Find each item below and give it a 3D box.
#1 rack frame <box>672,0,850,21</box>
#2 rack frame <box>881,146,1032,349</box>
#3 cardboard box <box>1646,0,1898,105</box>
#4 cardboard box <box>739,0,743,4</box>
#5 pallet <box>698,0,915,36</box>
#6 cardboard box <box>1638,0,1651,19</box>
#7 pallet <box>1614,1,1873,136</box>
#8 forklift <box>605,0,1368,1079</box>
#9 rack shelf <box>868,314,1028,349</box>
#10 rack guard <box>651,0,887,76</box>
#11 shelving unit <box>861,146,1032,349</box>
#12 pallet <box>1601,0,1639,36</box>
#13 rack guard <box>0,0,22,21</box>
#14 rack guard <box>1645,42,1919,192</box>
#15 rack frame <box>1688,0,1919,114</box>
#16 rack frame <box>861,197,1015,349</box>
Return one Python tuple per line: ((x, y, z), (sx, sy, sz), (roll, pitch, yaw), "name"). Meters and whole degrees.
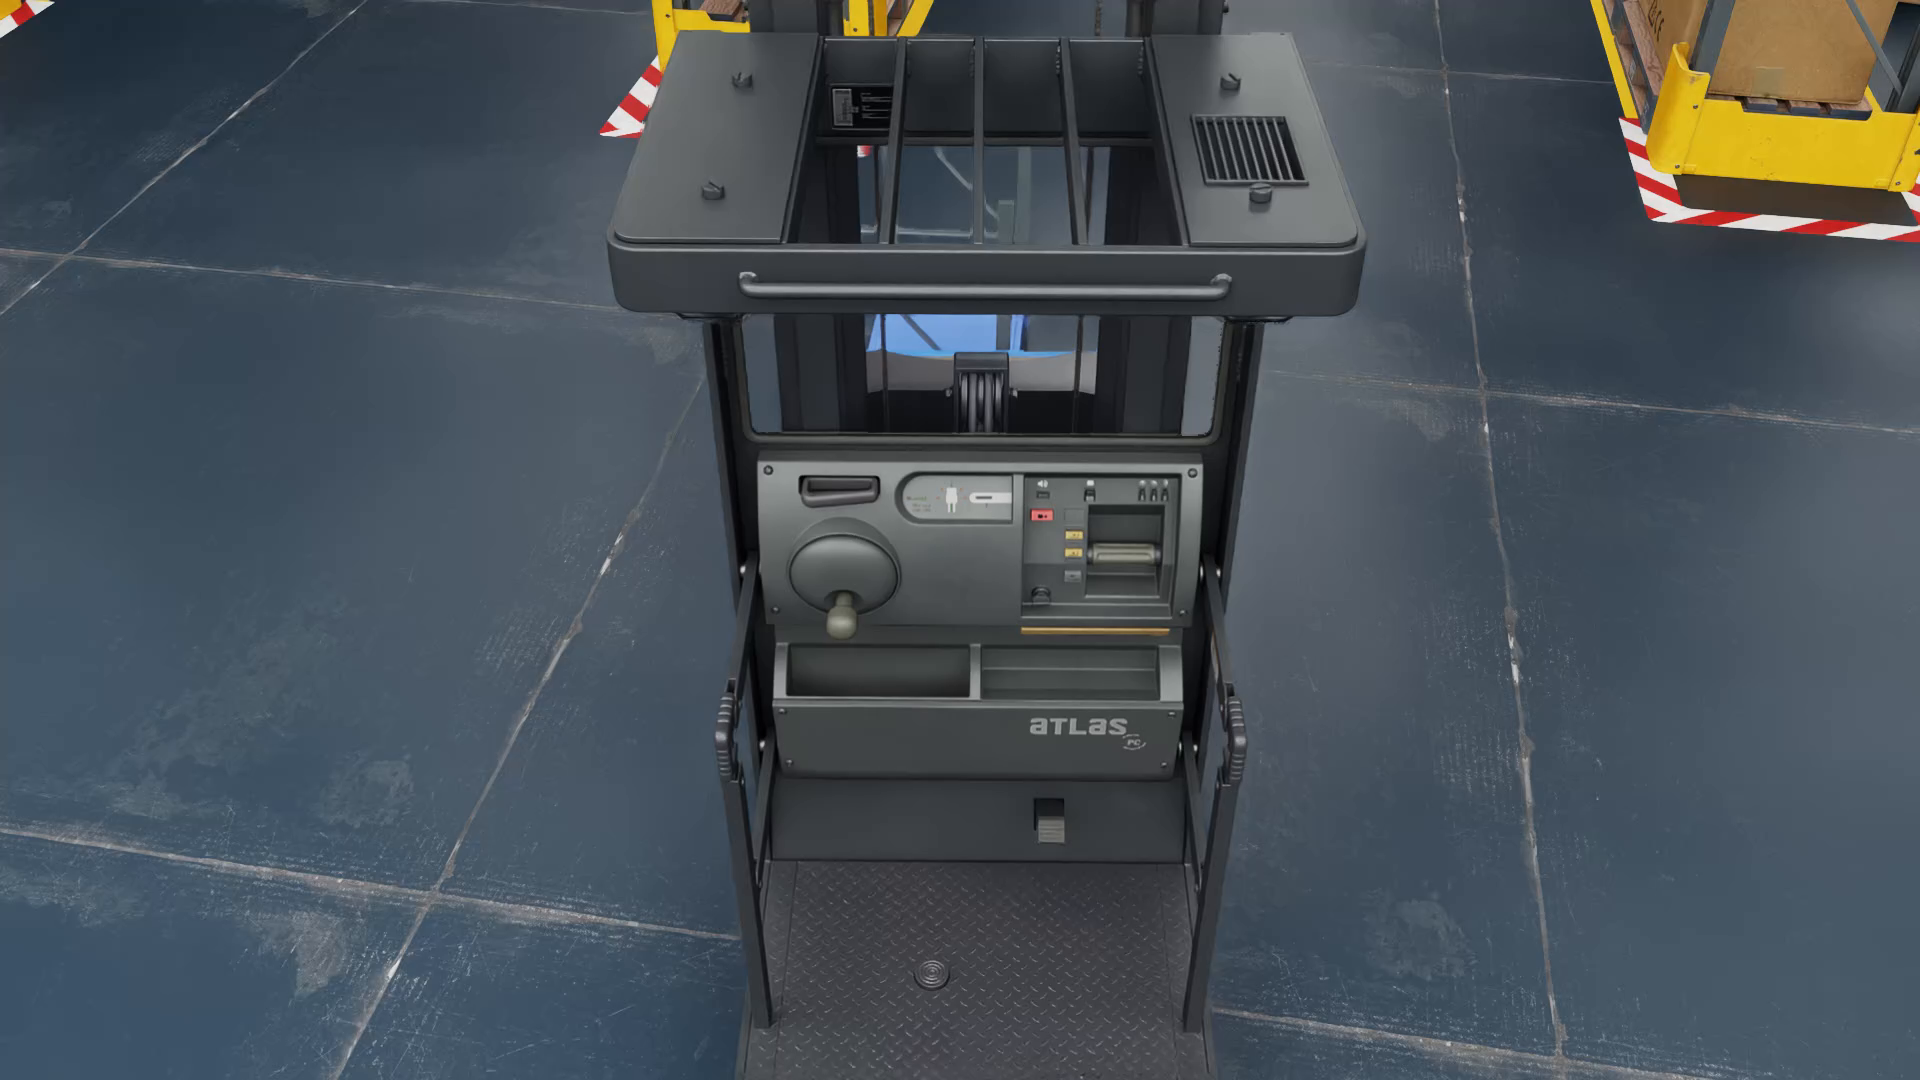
((-0.985, -3.559, 7.701), (1.000, 3.000, 0.127), (6, 40, 8), "rack frame")
((-0.013, -1.003, 5.786), (0.500, 1.500, 0.032), (3, 40, 4), "rack frame")
((3.934, -2.725, 8.029), (0.875, 0.875, 0.875), (7, 40, 8), "cardboard box")
((-0.861, -3.148, 8.835), (0.500, 0.500, 0.500), (14, 41, 16), "cardboard box")
((-0.797, -3.038, 9.259), (1.003, 0.211, 1.213), (6, 40, 8), "pallet")
((4.085, -3.277, 8.697), (0.875, 0.875, 0.875), (6, 40, 7), "cardboard box")
((3.944, -2.384, 8.468), (1.003, 0.211, 1.213), (6, 40, 8), "pallet")
((0.041, 0.090, 3.341), (1.130, 2.935, 3.031), (0, 40, 0), "forklift")
((-0.057, -0.542, 5.510), (0.538, 0.185, 1.000), (3, 40, 4), "rack shelf")
((-0.972, -2.643, 8.555), (1.175, 0.500, 0.348), (6, 40, 8), "rack guard")
((-0.057, -0.680, 5.396), (0.538, 1.500, 1.048), (3, 40, 4), "shelving unit")
((4.157, -3.148, 9.392), (1.003, 0.211, 1.213), (6, 40, 8), "pallet")
((-5.897, -3.195, 9.222), (1.175, 0.500, 0.348), (6, 40, 8), "rack guard")
((3.878, -1.970, 7.741), (1.175, 0.500, 0.348), (6, 40, 8), "rack guard")
((3.882, -2.949, 6.962), (1.000, 3.000, 0.127), (6, 40, 8), "rack frame")
((-0.102, -0.358, 5.005), (0.500, 1.500, 0.032), (3, 40, 4), "rack frame")
